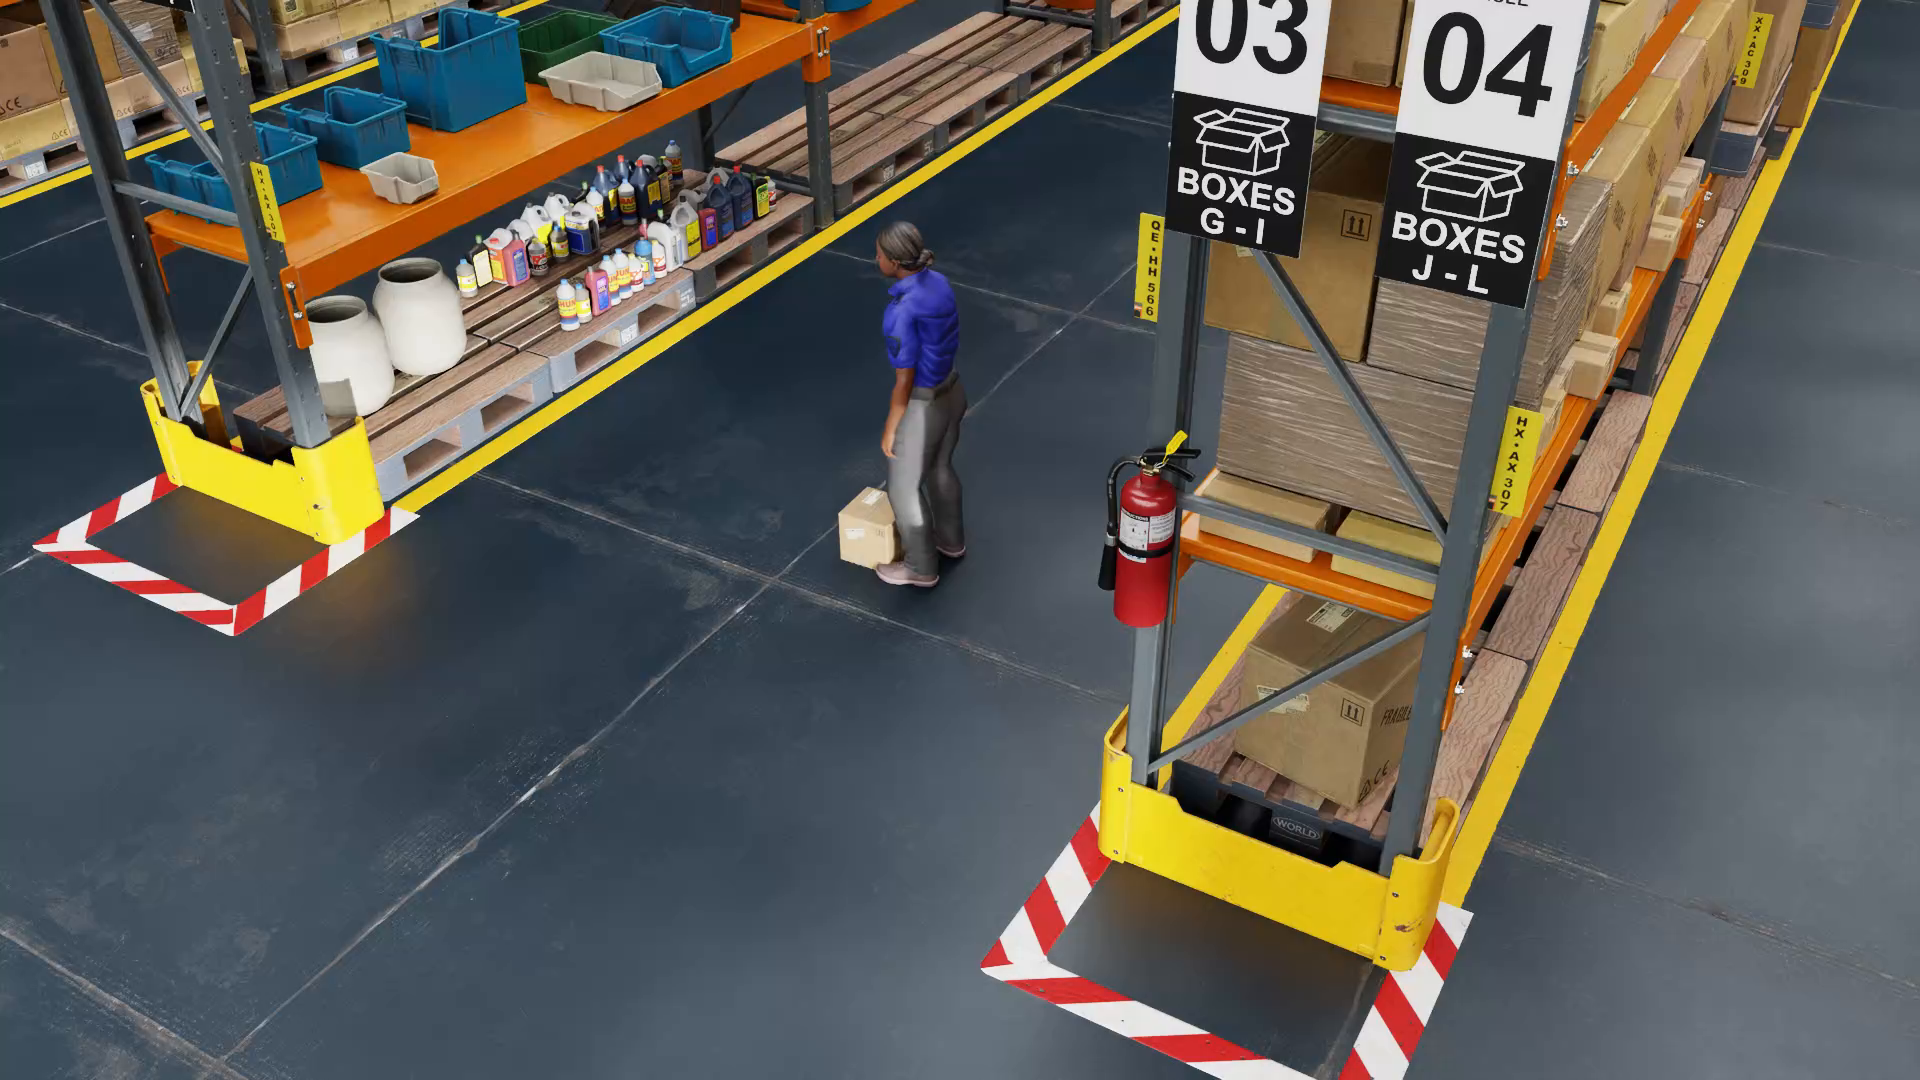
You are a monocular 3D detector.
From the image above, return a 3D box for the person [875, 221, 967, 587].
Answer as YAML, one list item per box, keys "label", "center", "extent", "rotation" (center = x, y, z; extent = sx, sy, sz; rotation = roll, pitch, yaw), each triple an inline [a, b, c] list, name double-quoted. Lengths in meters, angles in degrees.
- label: "person"
  center: [-0.165, -0.562, 6.970]
  extent: [0.346, 1.655, 0.532]
  rotation: [16, 37, 22]
